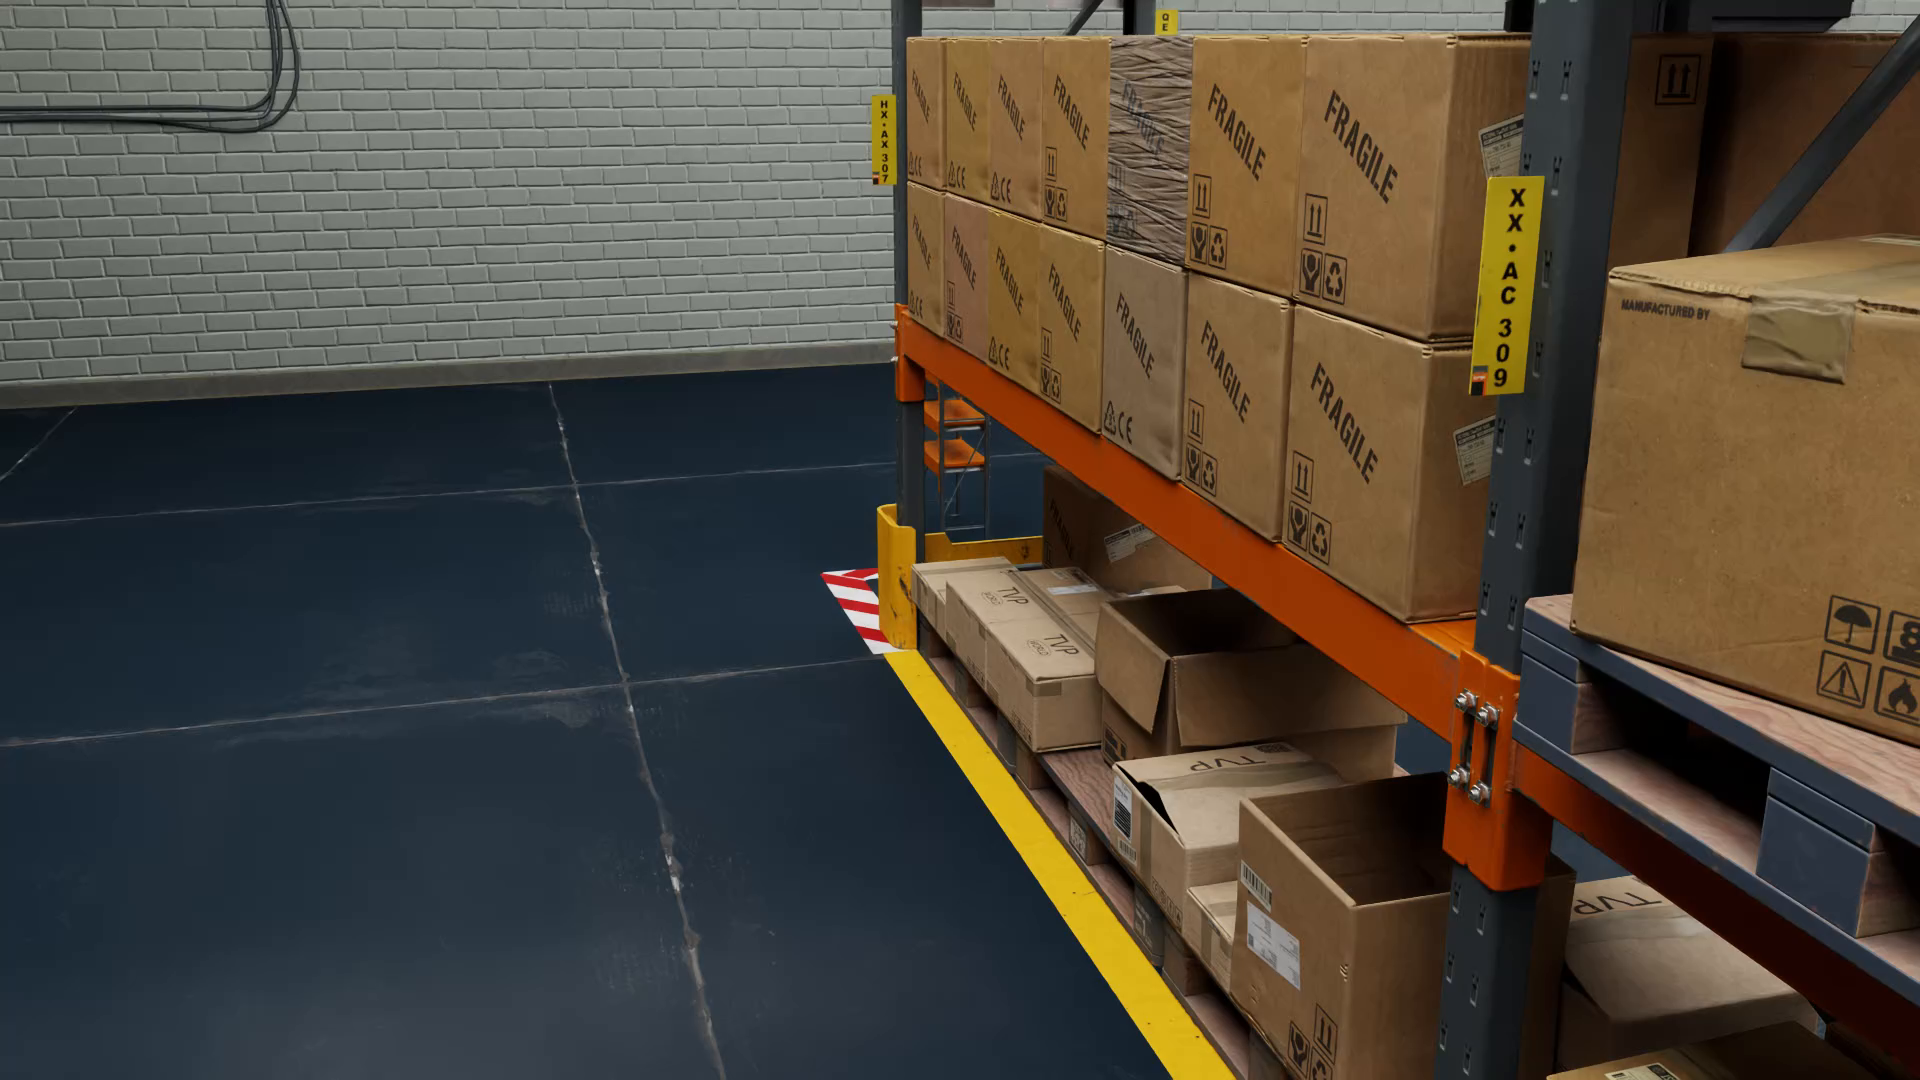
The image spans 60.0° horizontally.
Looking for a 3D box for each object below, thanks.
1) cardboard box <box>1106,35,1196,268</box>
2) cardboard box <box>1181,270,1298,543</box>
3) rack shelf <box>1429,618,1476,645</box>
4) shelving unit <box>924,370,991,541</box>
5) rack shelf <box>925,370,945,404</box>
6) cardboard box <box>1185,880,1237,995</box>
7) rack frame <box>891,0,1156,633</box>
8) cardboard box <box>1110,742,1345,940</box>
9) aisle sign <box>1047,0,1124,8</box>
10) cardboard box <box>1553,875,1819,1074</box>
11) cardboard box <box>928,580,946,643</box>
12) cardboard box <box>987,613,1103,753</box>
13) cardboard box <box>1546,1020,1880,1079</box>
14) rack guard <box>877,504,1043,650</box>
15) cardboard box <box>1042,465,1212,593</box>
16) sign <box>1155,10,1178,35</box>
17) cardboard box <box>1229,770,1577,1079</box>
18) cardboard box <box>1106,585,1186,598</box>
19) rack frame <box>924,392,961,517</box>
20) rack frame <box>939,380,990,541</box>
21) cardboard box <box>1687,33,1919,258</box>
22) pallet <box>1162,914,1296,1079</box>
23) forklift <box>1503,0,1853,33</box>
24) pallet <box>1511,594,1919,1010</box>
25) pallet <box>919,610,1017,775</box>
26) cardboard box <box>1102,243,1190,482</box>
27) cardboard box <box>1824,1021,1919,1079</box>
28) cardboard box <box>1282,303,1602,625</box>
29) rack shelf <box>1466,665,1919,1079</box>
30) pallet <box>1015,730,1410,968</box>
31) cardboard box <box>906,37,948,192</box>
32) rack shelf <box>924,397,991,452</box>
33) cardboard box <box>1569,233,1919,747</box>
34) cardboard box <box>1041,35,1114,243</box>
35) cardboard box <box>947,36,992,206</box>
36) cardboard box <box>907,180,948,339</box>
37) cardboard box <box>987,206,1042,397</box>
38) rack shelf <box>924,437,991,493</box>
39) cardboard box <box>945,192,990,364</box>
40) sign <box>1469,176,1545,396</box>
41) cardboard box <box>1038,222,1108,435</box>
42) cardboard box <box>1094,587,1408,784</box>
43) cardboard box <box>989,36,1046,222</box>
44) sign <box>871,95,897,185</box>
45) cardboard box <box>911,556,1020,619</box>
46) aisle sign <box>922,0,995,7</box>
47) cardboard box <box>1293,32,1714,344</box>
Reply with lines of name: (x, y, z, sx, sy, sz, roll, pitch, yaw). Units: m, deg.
cardboard box: (0.673, -0.937, 3.944, 0.500, 0.500, 0.500, -5, 17, -15)
cardboard box: (0.815, -0.318, 3.622, 0.500, 0.500, 0.500, -4, 17, -14)
rack shelf: (0.793, -0.312, 4.687, 0.919, 0.124, 3.809, -5, 17, -15)
shelving unit: (-0.045, -0.620, 7.932, 0.258, 1.200, 0.503, -5, 17, -15)
rack shelf: (-0.045, -0.770, 7.887, 0.258, 0.148, 0.480, -5, 17, -15)
cardboard box: (0.752, 0.911, 3.896, 0.380, 0.149, 0.250, -5, 17, -15)
rack frame: (0.243, -1.116, 6.453, 1.000, 3.000, 0.127, -5, 17, -15)
cardboard box: (0.707, 0.725, 4.234, 0.500, 0.311, 0.500, -5, 17, -15)
aisle sign: (0.519, -2.404, 6.222, 0.394, 0.787, 0.004, -5, 17, -15)
cardboard box: (1.435, 0.934, 3.536, 0.500, 0.311, 0.500, -5, 17, -15)
cardboard box: (0.096, 0.243, 6.091, 0.380, 0.166, 0.250, -5, 17, -15)
cardboard box: (0.395, 0.440, 5.289, 0.500, 0.250, 0.500, -5, 17, -15)
cardboard box: (1.241, 1.130, 2.556, 0.500, 0.500, 0.500, -6, 18, -18)
rack guard: (0.264, 0.102, 6.743, 1.175, 0.500, 0.348, -5, 17, -15)
cardboard box: (0.629, 0.001, 6.313, 0.500, 0.500, 0.500, -5, 17, -15)
sign: (0.782, -1.860, 6.368, 0.100, 0.325, 0.005, -5, 17, -15)
cardboard box: (0.913, 0.842, 3.516, 0.500, 0.500, 0.500, -5, 17, -15)
cardboard box: (0.654, 0.280, 5.965, 0.380, 0.166, 0.250, -5, 17, -15)
rack frame: (-0.113, -0.688, 8.157, 0.240, 1.200, 0.015, -5, 17, -15)
rack frame: (0.022, -0.553, 7.707, 0.240, 1.200, 0.015, -5, 17, -15)
cardboard box: (1.483, -0.689, 3.119, 0.500, 0.500, 0.500, -4, 17, -14)
pallet: (1.154, 1.136, 3.803, 1.003, 0.211, 1.213, -5, 17, -15)
forklift: (3.368, -1.532, 7.956, 3.031, 2.935, 1.130, -2, 17, -7)
pallet: (1.457, 0.312, 2.033, 1.003, 0.211, 1.213, -5, 17, -15)
pallet: (0.484, 0.461, 6.050, 1.003, 0.211, 1.213, -5, 17, -15)
cardboard box: (0.672, -0.460, 4.095, 0.500, 0.500, 0.500, -4, 17, -14)
cardboard box: (1.753, 1.091, 2.687, 0.500, 0.500, 0.500, -5, 17, -16)
cardboard box: (0.958, -0.175, 3.148, 0.500, 0.500, 0.500, -4, 17, -14)
rack shelf: (1.892, 0.888, 1.031, 1.077, 0.370, 4.000, -5, 17, -15)
pallet: (0.816, 0.798, 4.929, 1.003, 0.211, 1.213, -5, 17, -15)
cardboard box: (0.111, -1.499, 5.817, 0.500, 0.500, 0.500, -4, 17, -14)
rack shelf: (-0.045, -0.556, 7.951, 0.258, 0.148, 0.480, -5, 17, -15)
cardboard box: (1.257, -0.110, 2.200, 0.700, 0.500, 0.500, -12, 20, -34)
cardboard box: (0.536, -1.076, 4.408, 0.500, 0.500, 0.500, -5, 17, -16)
cardboard box: (0.262, -1.355, 5.337, 0.500, 0.500, 0.500, -5, 17, -15)
cardboard box: (0.111, -1.020, 5.960, 0.500, 0.500, 0.500, -4, 17, -14)
cardboard box: (0.393, -0.739, 5.024, 0.500, 0.500, 0.500, -5, 17, -15)
rack shelf: (-0.045, -0.366, 8.008, 0.258, 0.148, 0.480, -5, 17, -15)
cardboard box: (0.258, -0.878, 5.487, 0.500, 0.500, 0.500, -5, 17, -16)
sign: (0.823, -0.379, 2.495, 0.100, 0.325, 0.005, -5, 17, -15)
cardboard box: (0.529, -0.600, 4.563, 0.500, 0.500, 0.500, -4, 17, -15)
cardboard box: (0.821, 0.456, 4.794, 0.797, 0.503, 0.637, -5, 17, -15)
cardboard box: (0.395, -1.216, 4.875, 0.500, 0.500, 0.500, -4, 17, -14)
sign: (-0.279, -1.488, 6.185, 0.100, 0.325, 0.005, -5, 17, -15)
cardboard box: (0.028, 0.182, 6.324, 0.380, 0.149, 0.250, -5, 17, -15)
aisle sign: (-0.058, -2.357, 6.064, 0.394, 0.787, 0.004, -5, 17, -15)
cardboard box: (0.954, -0.656, 3.009, 0.500, 0.500, 0.500, -5, 17, -15)
